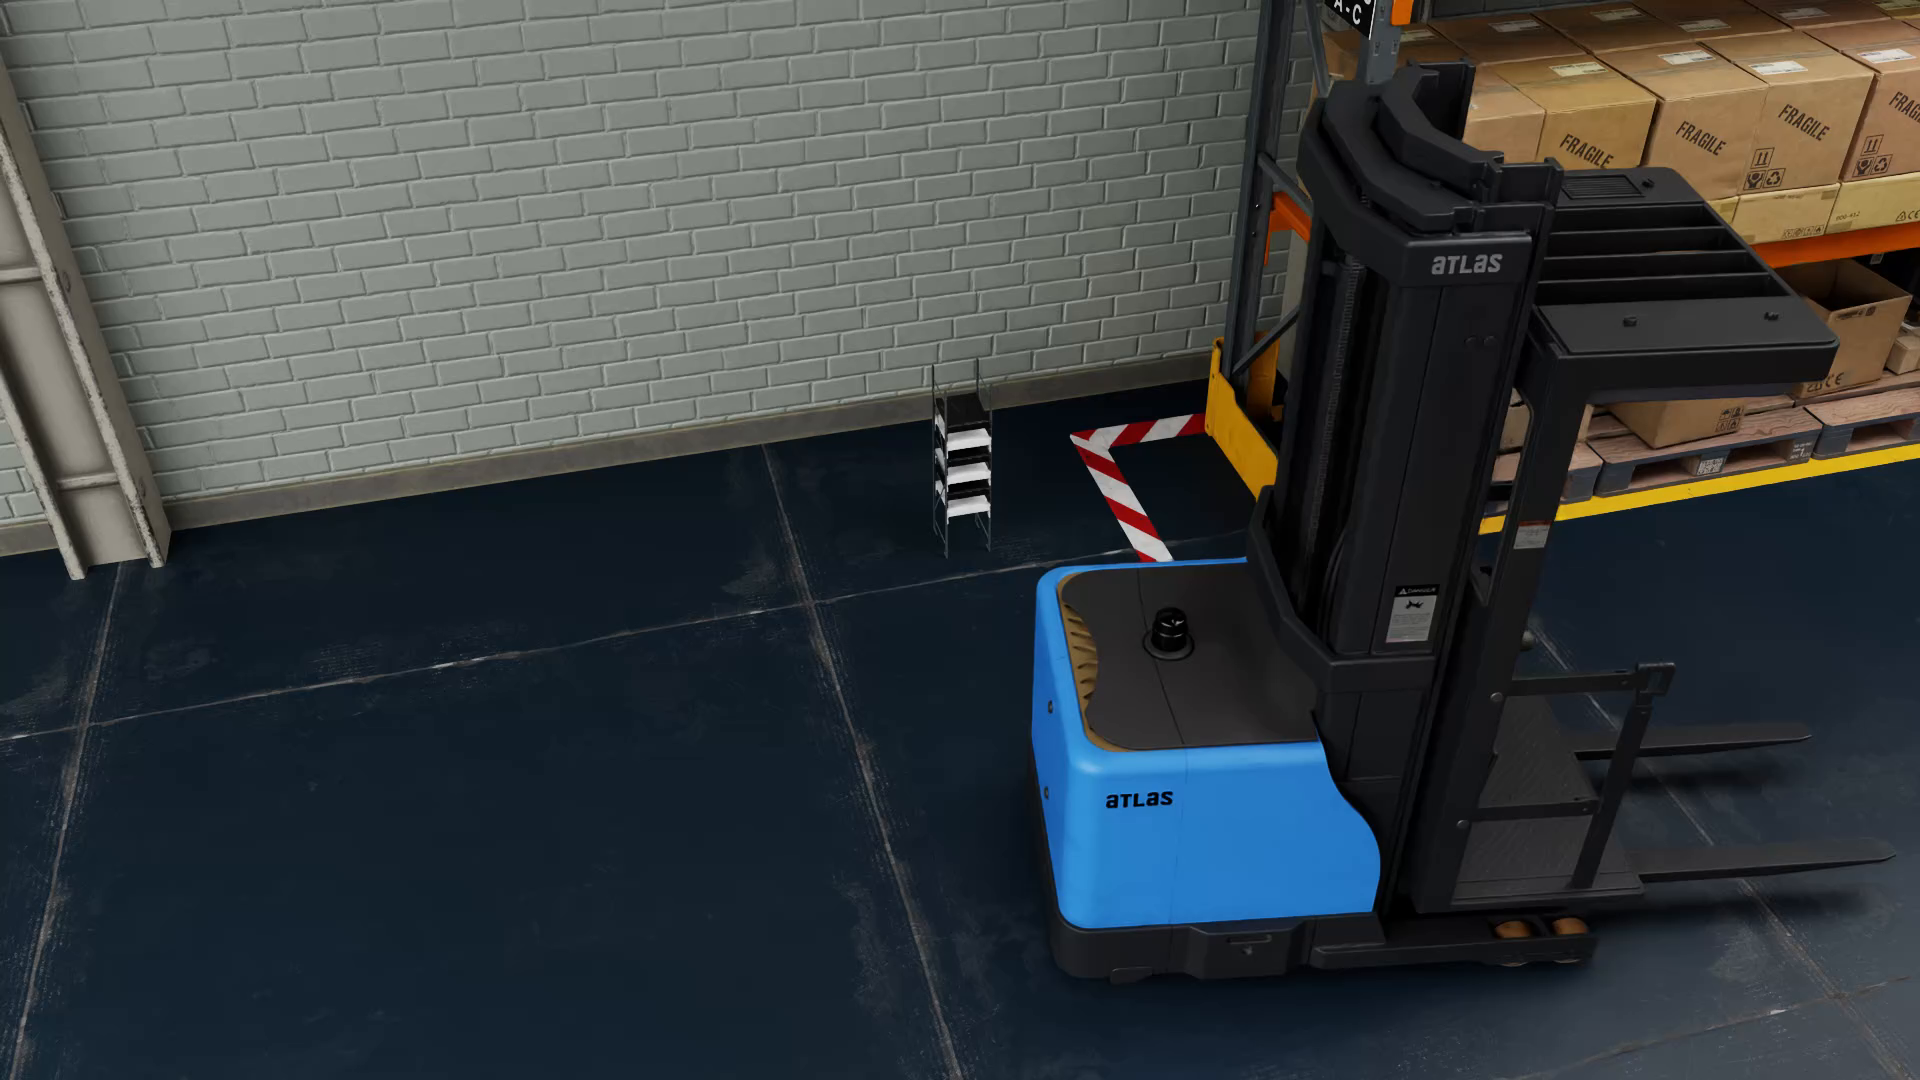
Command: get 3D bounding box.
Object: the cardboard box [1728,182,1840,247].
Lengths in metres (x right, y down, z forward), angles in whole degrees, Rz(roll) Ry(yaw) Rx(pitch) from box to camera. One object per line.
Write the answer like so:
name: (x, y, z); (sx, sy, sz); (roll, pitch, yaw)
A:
cardboard box: (3.512, -1.550, 7.415); (0.500, 0.250, 0.500); (-9, 38, -12)

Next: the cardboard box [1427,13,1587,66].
cardboard box: (2.367, -1.984, 7.364); (0.500, 0.500, 0.500); (-9, 38, -11)

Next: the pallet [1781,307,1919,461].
pallet: (4.701, -0.863, 8.705); (1.213, 0.211, 1.003); (-9, 38, -12)

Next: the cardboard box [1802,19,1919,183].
cardboard box: (3.995, -1.932, 7.296); (0.500, 0.500, 0.500); (-10, 39, -13)

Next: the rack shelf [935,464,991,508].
rack shelf: (0.008, -0.261, 7.553); (0.200, 0.077, 0.258); (-9, 38, -12)

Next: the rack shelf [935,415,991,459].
rack shelf: (0.008, -0.475, 7.389); (0.200, 0.077, 0.258); (-9, 38, -12)

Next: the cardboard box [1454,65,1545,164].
cardboard box: (2.018, -1.610, 6.875); (0.500, 0.500, 0.500); (-9, 38, -12)

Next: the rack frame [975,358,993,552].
rack frame: (0.106, -0.375, 7.499); (0.006, 0.900, 0.240); (-9, 38, -12)

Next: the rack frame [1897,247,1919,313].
rack frame: (5.340, -2.098, 8.023); (0.127, 3.000, 1.000); (-9, 38, -12)

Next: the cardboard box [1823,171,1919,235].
cardboard box: (3.997, -1.631, 7.520); (0.500, 0.250, 0.500); (-10, 38, -12)

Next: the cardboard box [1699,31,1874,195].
cardboard box: (3.493, -1.849, 7.188); (0.500, 0.500, 0.500); (-8, 38, -11)

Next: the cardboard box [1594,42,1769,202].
cardboard box: (2.998, -1.760, 7.072); (0.500, 0.500, 0.500); (-11, 39, -13)

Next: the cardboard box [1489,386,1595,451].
cardboard box: (2.720, -0.718, 8.071); (0.500, 0.311, 0.500); (-6, 38, -8)

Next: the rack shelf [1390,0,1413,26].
rack shelf: (3.409, -2.687, 6.917); (4.000, 0.370, 1.077); (-9, 38, -12)

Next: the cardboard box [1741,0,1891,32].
cardboard box: (3.849, -2.237, 7.695); (0.500, 0.500, 0.500); (-8, 38, -11)

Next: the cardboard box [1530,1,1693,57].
cardboard box: (2.865, -2.068, 7.474); (0.500, 0.500, 0.500); (-10, 39, -13)

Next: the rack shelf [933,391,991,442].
rack shelf: (0.008, -0.547, 7.334); (0.200, 0.077, 0.258); (-9, 38, -12)

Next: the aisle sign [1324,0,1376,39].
aisle sign: (1.487, -2.309, 6.160); (0.004, 0.787, 0.394); (-9, 38, -12)

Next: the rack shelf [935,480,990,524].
rack shelf: (0.008, -0.189, 7.608); (0.200, 0.077, 0.258); (-9, 38, -12)

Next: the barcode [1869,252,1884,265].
barcode: (4.756, -1.462, 8.624); (0.075, 0.075, 0.001); (-9, 38, -12)

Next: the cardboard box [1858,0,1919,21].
cardboard box: (4.332, -2.312, 7.794); (0.500, 0.500, 0.500); (-10, 38, -12)

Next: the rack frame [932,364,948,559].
rack frame: (-0.090, -0.343, 7.457); (0.006, 0.900, 0.240); (-9, 38, -12)

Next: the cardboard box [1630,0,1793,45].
cardboard box: (3.351, -2.148, 7.579); (0.500, 0.500, 0.500); (-9, 38, -11)

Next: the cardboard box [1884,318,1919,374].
cardboard box: (4.832, -1.045, 8.617); (0.250, 0.166, 0.380); (-14, 40, -18)

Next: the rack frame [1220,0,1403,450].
rack frame: (1.479, -1.464, 7.195); (0.127, 3.000, 1.000); (-9, 38, -12)

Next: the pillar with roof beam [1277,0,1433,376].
pillar with roof beam: (3.051, -1.940, 2.880); (0.400, 9.000, 9.100); (-9, 38, -12)

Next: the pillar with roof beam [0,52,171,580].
pillar with roof beam: (-2.741, -0.990, 1.637); (0.400, 9.000, 9.100); (-9, 38, -12)

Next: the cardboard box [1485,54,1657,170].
cardboard box: (2.498, -1.682, 6.970); (0.500, 0.500, 0.500); (-9, 38, -12)

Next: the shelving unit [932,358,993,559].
shelving unit: (0.008, -0.359, 7.478); (0.210, 0.900, 0.258); (-9, 38, -12)

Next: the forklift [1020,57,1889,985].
forklift: (1.775, 0.005, 5.331); (3.031, 2.935, 1.130); (-3, 38, -4)

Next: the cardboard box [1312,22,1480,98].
cardboard box: (1.878, -1.910, 7.267); (0.500, 0.500, 0.500); (-10, 38, -12)

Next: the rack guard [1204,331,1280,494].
rack guard: (1.552, -0.483, 7.970); (0.348, 0.500, 1.175); (-9, 38, -12)

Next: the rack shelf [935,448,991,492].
rack shelf: (0.008, -0.332, 7.499); (0.200, 0.077, 0.258); (-9, 38, -12)

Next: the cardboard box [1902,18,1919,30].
cardboard box: (4.484, -2.005, 7.392); (0.500, 0.500, 0.500); (-10, 38, -12)

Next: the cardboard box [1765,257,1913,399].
cardboard box: (4.349, -1.092, 8.404); (0.500, 0.500, 0.500); (-12, 39, -15)

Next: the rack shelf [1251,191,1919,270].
rack shelf: (3.409, -1.495, 7.828); (4.000, 0.370, 1.077); (-9, 38, -12)

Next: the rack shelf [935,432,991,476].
rack shelf: (0.008, -0.404, 7.444); (0.200, 0.077, 0.258); (-9, 38, -12)

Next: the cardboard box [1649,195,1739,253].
cardboard box: (3.023, -1.471, 7.312); (0.500, 0.250, 0.500); (-10, 39, -13)

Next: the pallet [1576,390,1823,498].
pallet: (3.521, -0.668, 8.449); (1.213, 0.211, 1.003); (-9, 38, -12)

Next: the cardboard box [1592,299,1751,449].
cardboard box: (3.442, -0.880, 8.127); (0.500, 0.500, 0.700); (-12, 39, -15)

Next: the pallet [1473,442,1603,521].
pallet: (2.345, -0.477, 8.199); (1.213, 0.211, 1.003); (-9, 38, -12)
